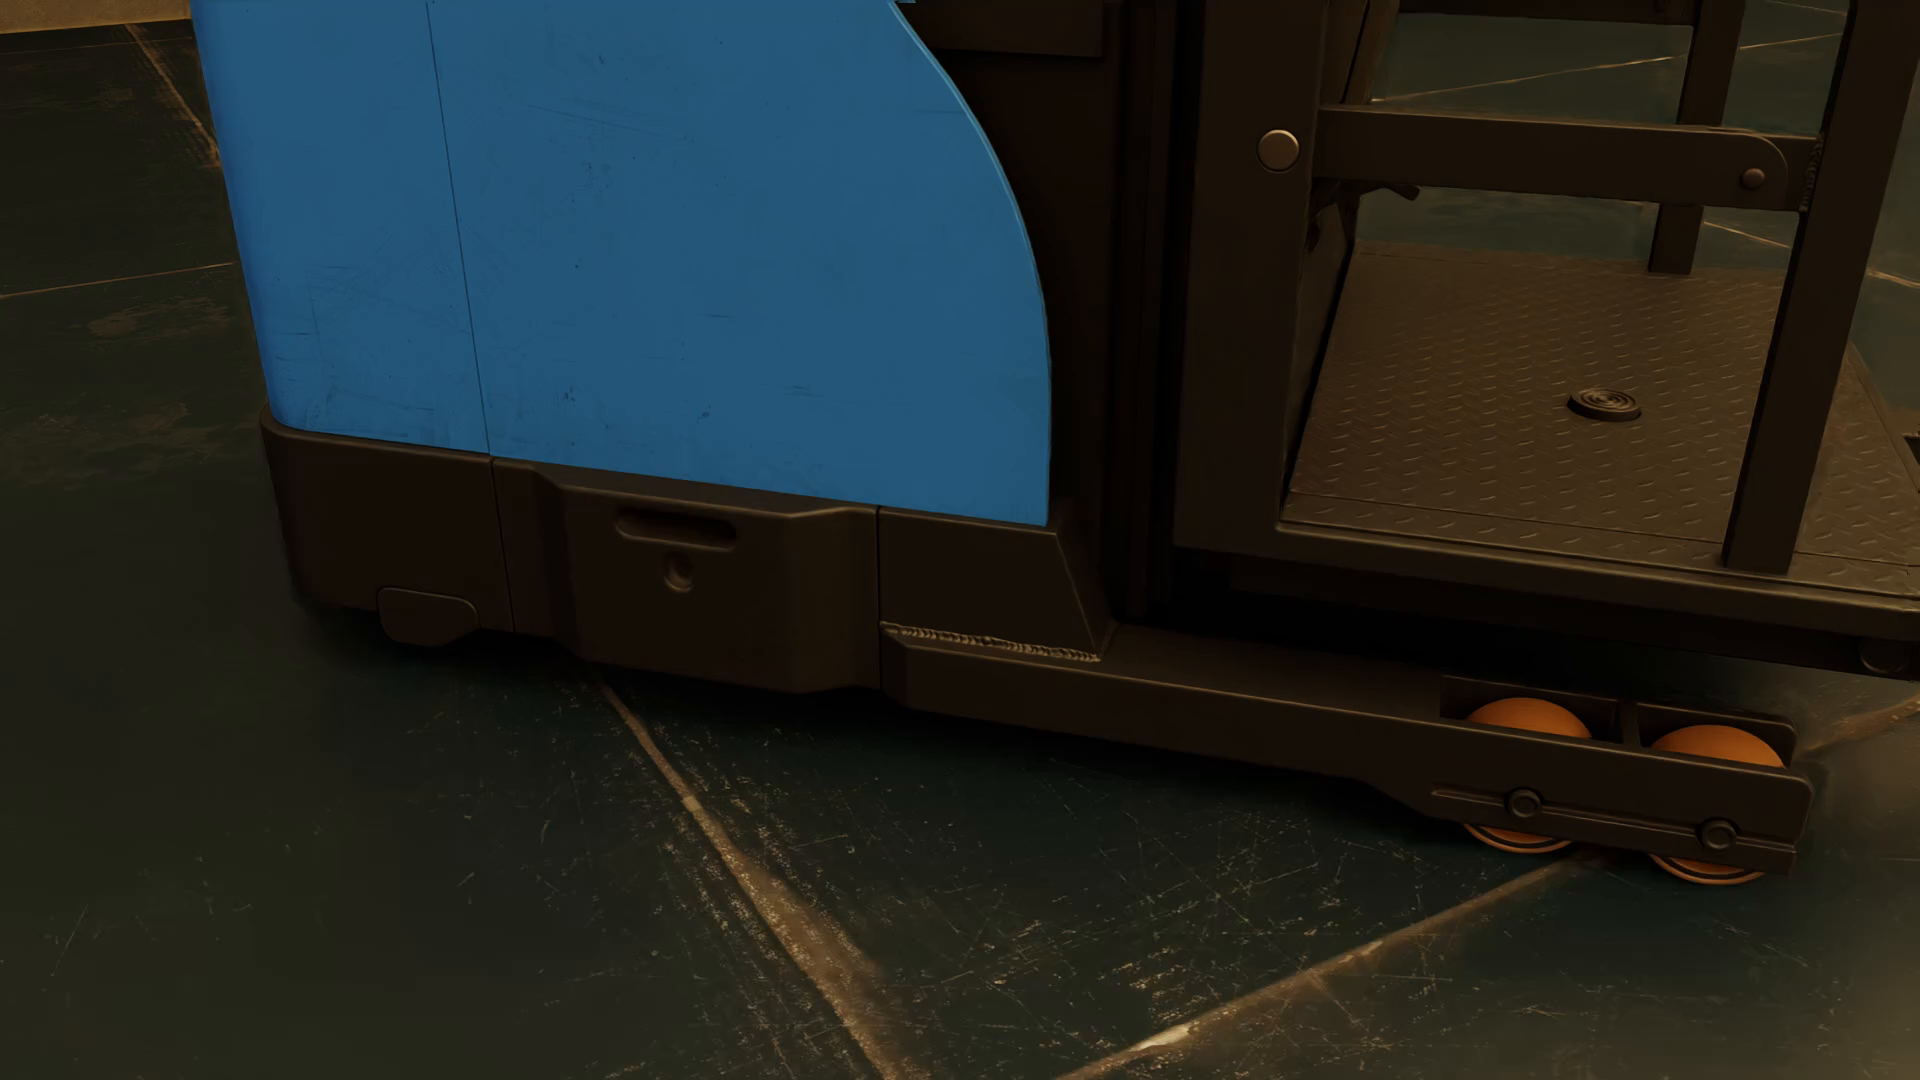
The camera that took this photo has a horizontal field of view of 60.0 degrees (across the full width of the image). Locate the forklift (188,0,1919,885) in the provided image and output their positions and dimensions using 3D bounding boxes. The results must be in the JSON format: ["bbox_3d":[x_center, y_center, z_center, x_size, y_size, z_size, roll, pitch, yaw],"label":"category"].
[{"bbox_3d":[0.673,-1.208,1.642,3.031,2.935,1.130,8,28,14],"label":"forklift"}]
